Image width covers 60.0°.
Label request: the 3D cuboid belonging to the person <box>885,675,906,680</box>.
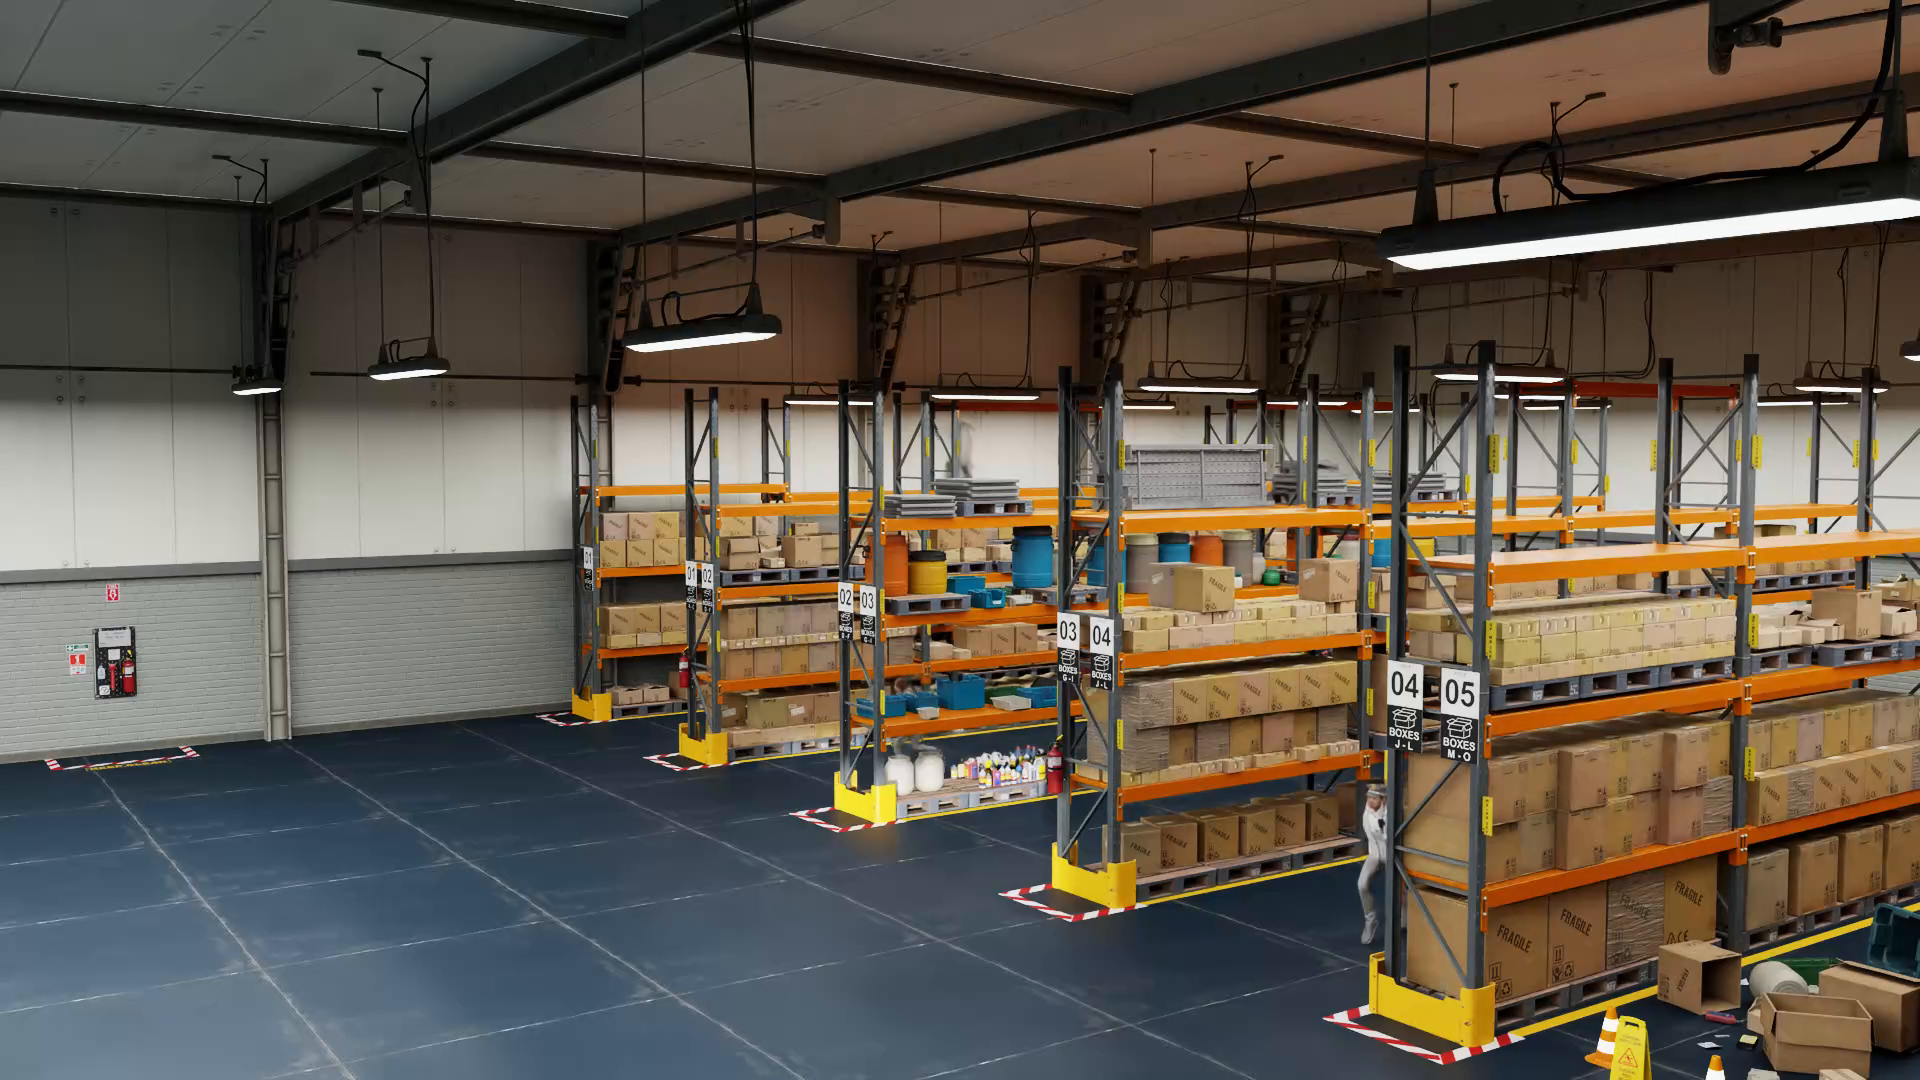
[{"bbox_3d":[-1.140,2.558,31.247,1.034,1.504,0.587,-2,4,-30],"label":"person"}]

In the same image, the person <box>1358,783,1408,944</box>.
[{"bbox_3d":[4.427,3.307,17.208,0.605,1.678,0.907,3,5,44],"label":"person"}]

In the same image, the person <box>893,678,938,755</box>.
[{"bbox_3d":[-0.734,2.866,25.339,0.973,1.585,0.537,-3,4,-39],"label":"person"}]
